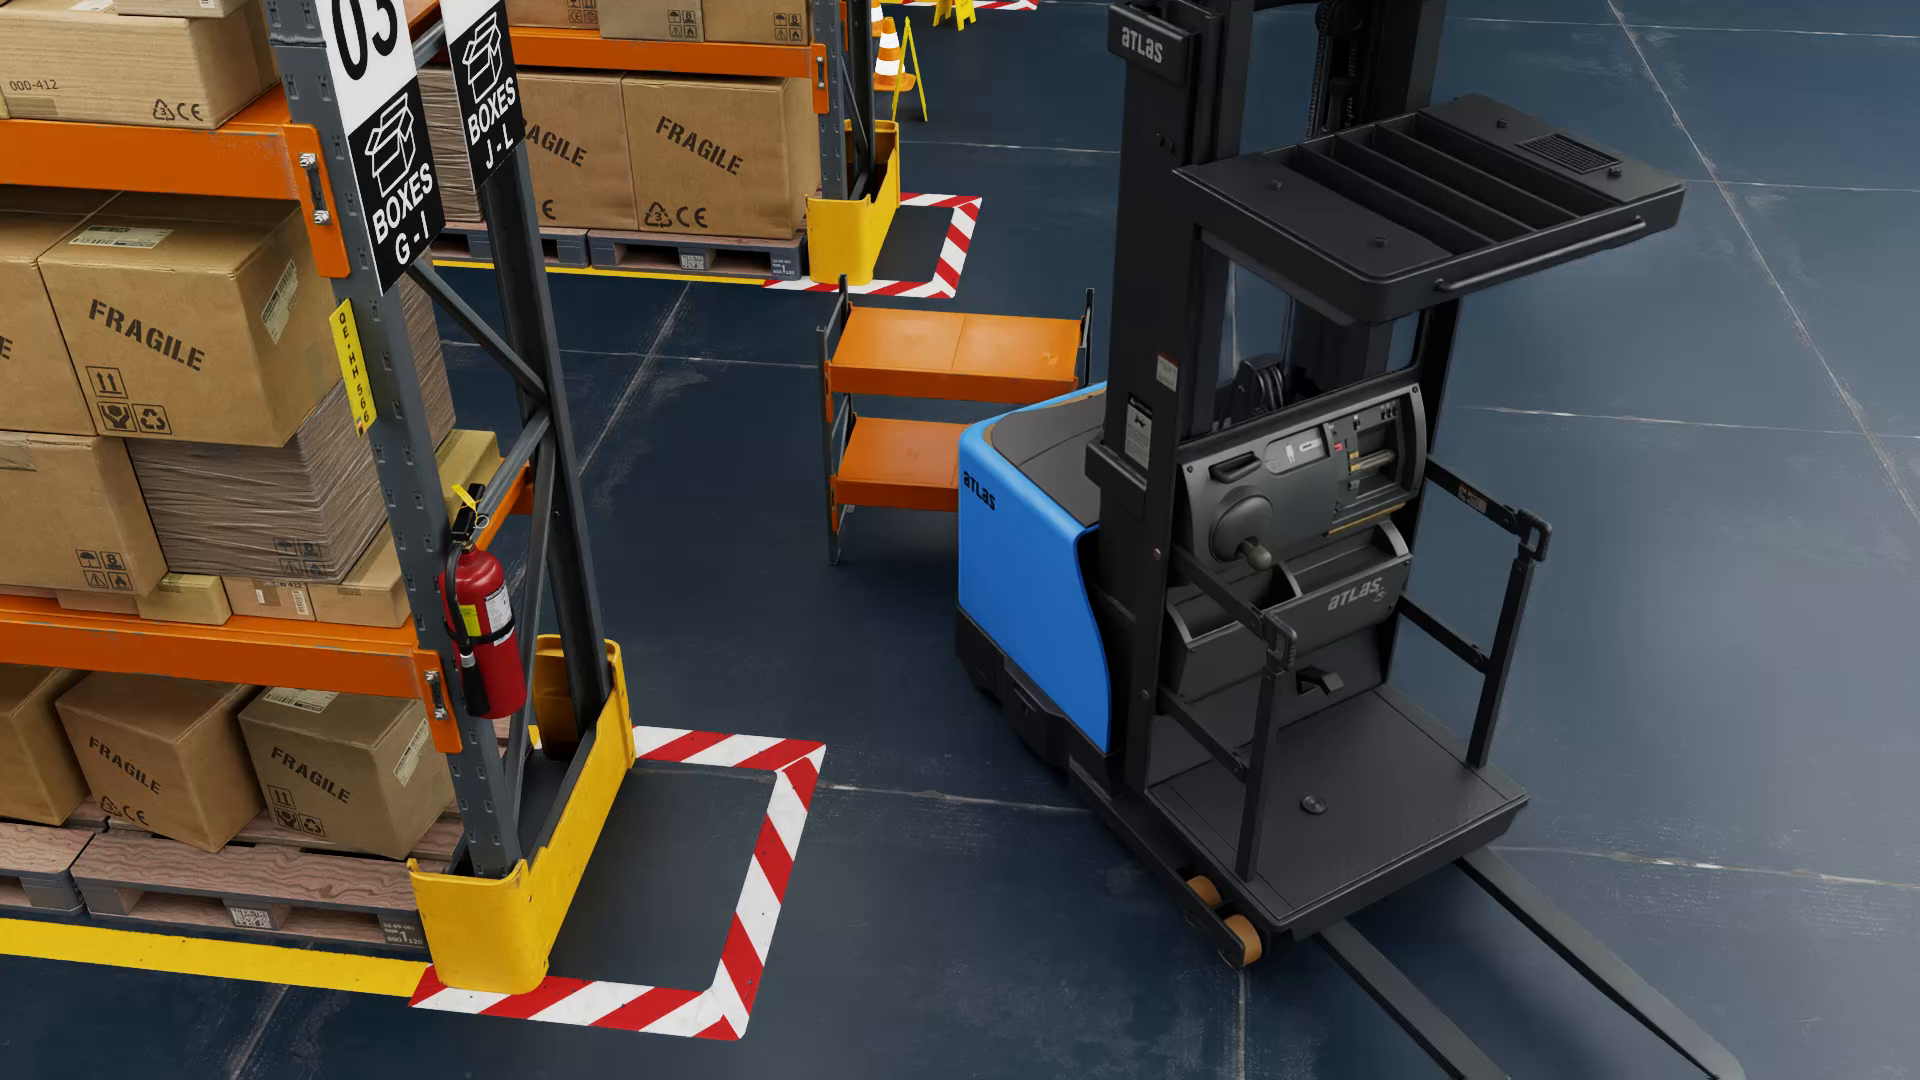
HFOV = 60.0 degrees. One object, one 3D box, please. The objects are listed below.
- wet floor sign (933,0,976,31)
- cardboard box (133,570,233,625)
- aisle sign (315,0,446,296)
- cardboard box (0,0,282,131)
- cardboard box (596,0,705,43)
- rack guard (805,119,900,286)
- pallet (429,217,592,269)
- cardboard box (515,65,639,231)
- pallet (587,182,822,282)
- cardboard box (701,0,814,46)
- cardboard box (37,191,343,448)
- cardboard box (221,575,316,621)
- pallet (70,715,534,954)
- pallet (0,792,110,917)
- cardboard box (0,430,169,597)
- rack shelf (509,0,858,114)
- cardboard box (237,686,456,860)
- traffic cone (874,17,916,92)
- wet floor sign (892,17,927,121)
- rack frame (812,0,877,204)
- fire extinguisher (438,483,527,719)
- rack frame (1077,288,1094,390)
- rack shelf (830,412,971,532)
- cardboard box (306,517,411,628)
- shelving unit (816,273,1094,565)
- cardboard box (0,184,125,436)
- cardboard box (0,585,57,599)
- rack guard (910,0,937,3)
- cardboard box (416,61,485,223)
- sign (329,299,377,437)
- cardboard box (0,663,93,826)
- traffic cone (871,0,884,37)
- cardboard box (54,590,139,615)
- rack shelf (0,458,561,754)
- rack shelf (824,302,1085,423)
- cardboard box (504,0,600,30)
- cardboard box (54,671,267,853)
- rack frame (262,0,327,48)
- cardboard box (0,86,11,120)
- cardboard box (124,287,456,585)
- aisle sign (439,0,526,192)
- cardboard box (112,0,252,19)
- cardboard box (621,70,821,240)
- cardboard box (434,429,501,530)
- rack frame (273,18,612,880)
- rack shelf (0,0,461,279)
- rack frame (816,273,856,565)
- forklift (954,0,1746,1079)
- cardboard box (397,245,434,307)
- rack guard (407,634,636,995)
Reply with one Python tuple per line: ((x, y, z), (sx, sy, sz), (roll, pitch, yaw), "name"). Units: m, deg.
((-0.043, -4.248, 12.647), (0.232, 0.644, 0.267), (17, 39, 22), "wet floor sign")
((-2.169, 0.066, 4.792), (0.250, 0.149, 0.380), (4, 36, 6), "cardboard box")
((-1.334, -1.008, 3.842), (0.004, 0.787, 0.394), (4, 36, 6), "aisle sign")
((-1.868, -1.176, 3.863), (0.500, 0.250, 0.500), (5, 36, 7), "cardboard box")
((-1.547, -3.068, 8.837), (0.550, 0.550, 0.875), (4, 36, 6), "cardboard box")
((-0.601, -1.958, 9.563), (0.348, 0.500, 1.175), (4, 36, 6), "rack guard")
((-2.635, -1.948, 9.798), (1.213, 0.211, 1.003), (4, 36, 6), "pallet")
((-2.179, -2.359, 9.441), (0.875, 0.875, 0.875), (4, 36, 5), "cardboard box")
((-1.428, -1.856, 9.669), (1.213, 0.211, 1.003), (4, 36, 6), "pallet")
((-0.999, -3.040, 8.798), (0.550, 0.550, 0.875), (4, 36, 6), "cardboard box")
((-1.934, -0.594, 4.297), (0.500, 0.500, 0.500), (4, 36, 6), "cardboard box")
((-1.914, 0.054, 4.808), (0.250, 0.149, 0.380), (4, 36, 6), "cardboard box")
((-2.234, 0.922, 5.776), (1.213, 0.211, 1.003), (4, 36, 6), "pallet")
((-3.440, 0.830, 5.905), (1.213, 0.211, 1.003), (4, 36, 6), "pallet")
((-2.410, -0.313, 4.764), (0.500, 0.500, 0.875), (4, 36, 6), "cardboard box")
((-2.609, -2.832, 9.256), (4.000, 0.370, 1.077), (4, 36, 6), "rack shelf")
((-1.974, 0.664, 5.528), (0.500, 0.500, 0.500), (11, 37, 15), "cardboard box")
((-0.490, -3.428, 11.655), (0.334, 0.463, 0.336), (4, 36, 6), "traffic cone")
((-0.344, -3.158, 11.119), (0.232, 0.644, 0.267), (-2, 36, -2), "wet floor sign")
((-0.625, -2.977, 8.840), (0.127, 3.000, 1.000), (4, 36, 6), "rack frame")
((-1.302, 0.179, 4.484), (0.183, 0.674, 0.296), (4, 36, 6), "fire extinguisher")
((0.497, -0.421, 6.871), (0.032, 1.125, 0.500), (4, 36, 6), "rack frame")
((-0.007, -0.259, 7.066), (1.000, 0.278, 0.538), (4, 36, 6), "rack shelf")
((-1.666, 0.073, 4.782), (0.250, 0.149, 0.380), (4, 36, 6), "cardboard box")
((-0.007, -0.458, 6.924), (1.048, 1.125, 0.538), (4, 36, 6), "shelving unit")
((-2.431, -0.628, 4.345), (0.500, 0.500, 0.500), (4, 36, 6), "cardboard box")
((-2.657, -0.004, 4.890), (0.250, 0.149, 0.380), (4, 36, 6), "cardboard box")
((-0.170, -4.825, 13.580), (0.348, 0.500, 1.175), (4, 36, 6), "rack guard")
((-3.083, -2.428, 9.537), (0.875, 0.875, 0.875), (5, 36, 6), "cardboard box")
((-1.448, -0.409, 3.972), (0.005, 0.325, 0.100), (4, 36, 6), "sign")
((-3.190, 0.582, 5.643), (0.500, 0.500, 0.500), (7, 36, 10), "cardboard box")
((-0.686, -4.093, 12.586), (0.334, 0.463, 0.336), (4, 36, 6), "traffic cone")
((-2.415, 0.038, 4.831), (0.250, 0.149, 0.380), (4, 36, 6), "cardboard box")
((-3.341, 0.018, 5.262), (4.000, 0.370, 1.077), (4, 36, 6), "rack shelf")
((-0.007, -0.697, 6.754), (1.000, 0.278, 0.538), (4, 36, 6), "rack shelf")
((-2.087, -3.182, 8.997), (0.550, 0.550, 0.875), (4, 36, 6), "cardboard box")
((-2.572, 0.639, 5.562), (0.500, 0.500, 0.500), (14, 38, 18), "cardboard box")
((-1.357, -2.569, 3.103), (0.127, 3.000, 1.000), (4, 36, 6), "rack frame")
((-2.363, -1.211, 3.912), (0.500, 0.250, 0.500), (4, 36, 6), "cardboard box")
((-1.899, -0.345, 4.809), (0.500, 0.500, 0.875), (4, 36, 6), "cardboard box")
((-1.258, -1.353, 4.326), (0.004, 0.787, 0.394), (4, 36, 6), "aisle sign")
((-1.672, -1.290, 3.679), (0.250, 0.149, 0.380), (4, 36, 6), "cardboard box")
((-1.306, -2.296, 9.352), (0.875, 0.875, 0.875), (4, 36, 6), "cardboard box")
((-1.609, -0.183, 5.141), (0.250, 0.149, 0.380), (4, 36, 6), "cardboard box")
((-1.357, -0.127, 4.846), (0.127, 3.000, 1.000), (4, 36, 6), "rack frame")
((-3.341, -1.203, 4.391), (4.000, 0.370, 1.077), (4, 36, 6), "rack shelf")
((-0.511, -0.496, 6.977), (0.032, 1.125, 0.500), (4, 36, 6), "rack frame")
((1.170, -0.135, 4.917), (1.130, 2.935, 3.031), (-19, 40, -25), "forklift")
((-1.868, -0.893, 4.717), (0.500, 0.500, 0.500), (4, 36, 6), "cardboard box")
((-1.433, 0.885, 5.580), (0.348, 0.500, 1.175), (4, 36, 6), "rack guard")
